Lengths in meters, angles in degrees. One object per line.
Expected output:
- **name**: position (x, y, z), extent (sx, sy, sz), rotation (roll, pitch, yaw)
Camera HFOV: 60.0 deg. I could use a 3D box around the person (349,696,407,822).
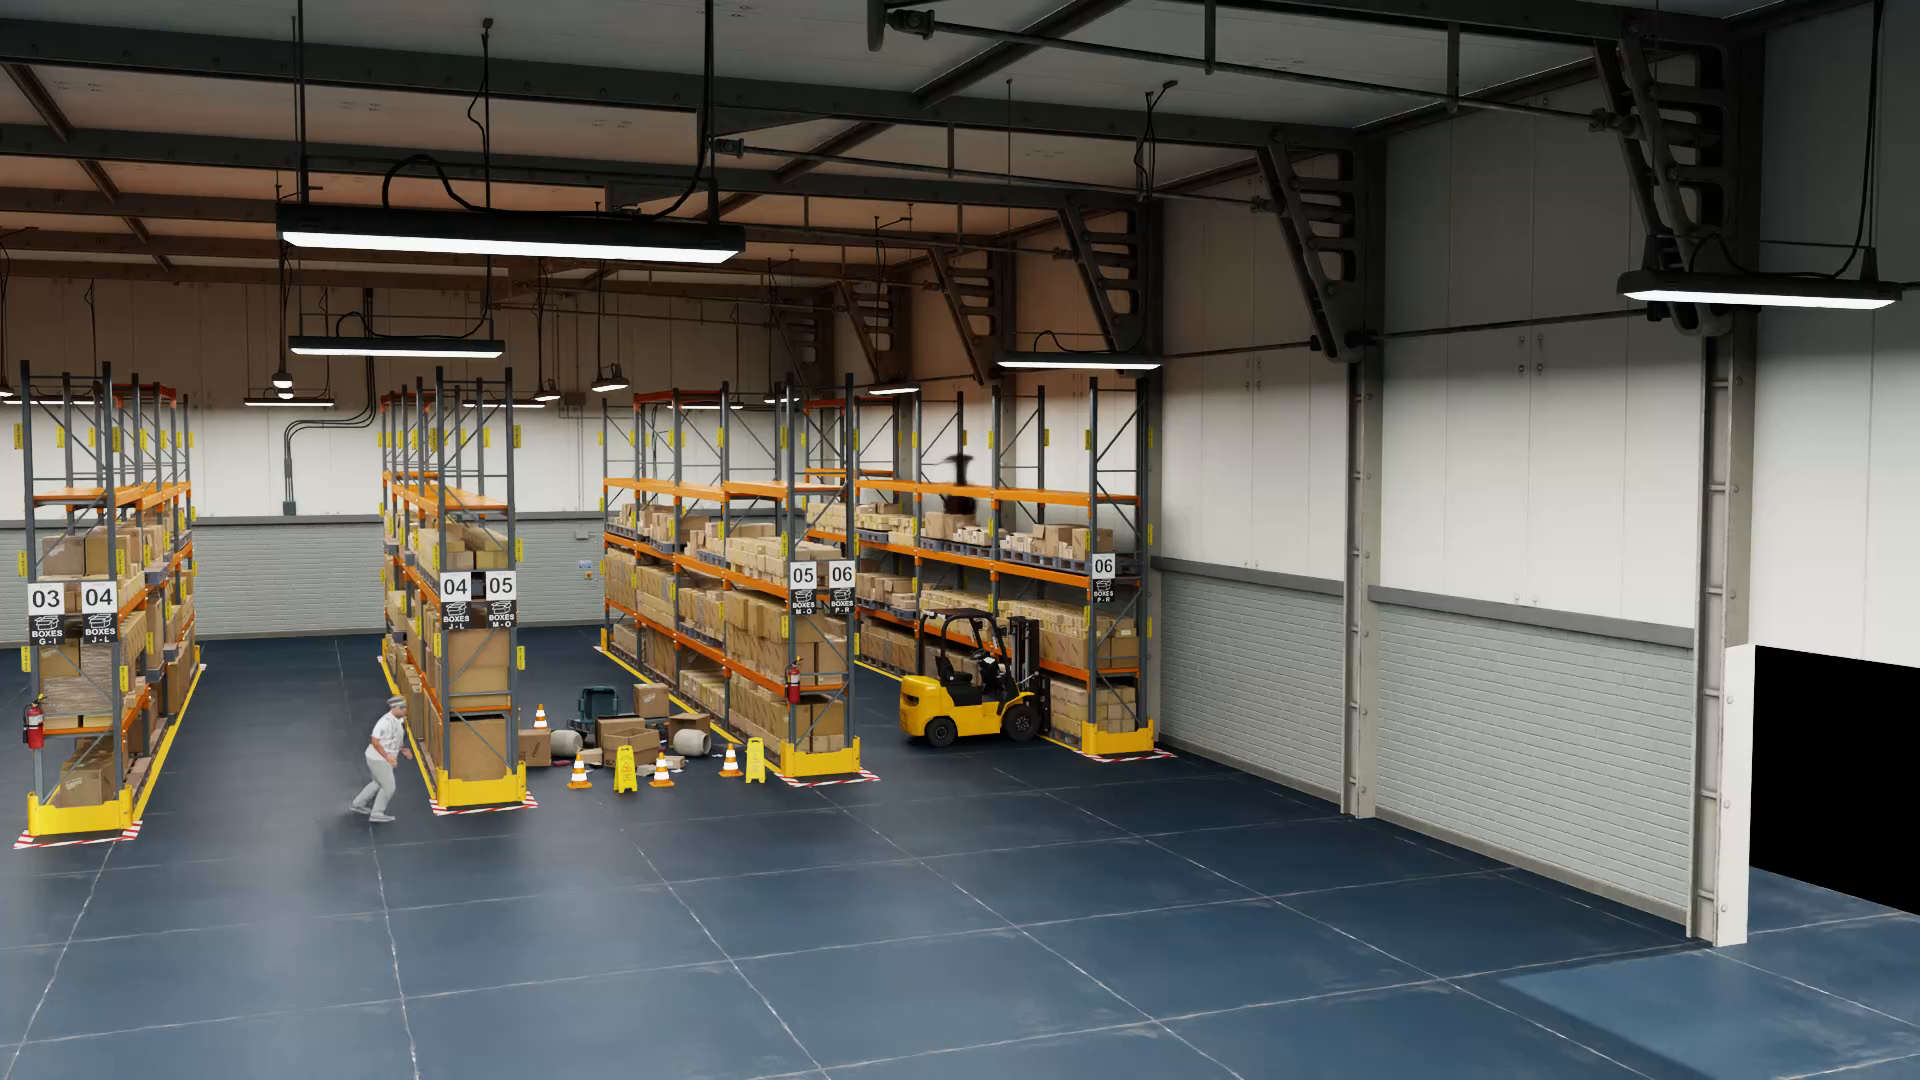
- **person**: position (-7.648, 2.858, 21.859), extent (0.826, 1.670, 0.586), rotation (0, 3, -6)
